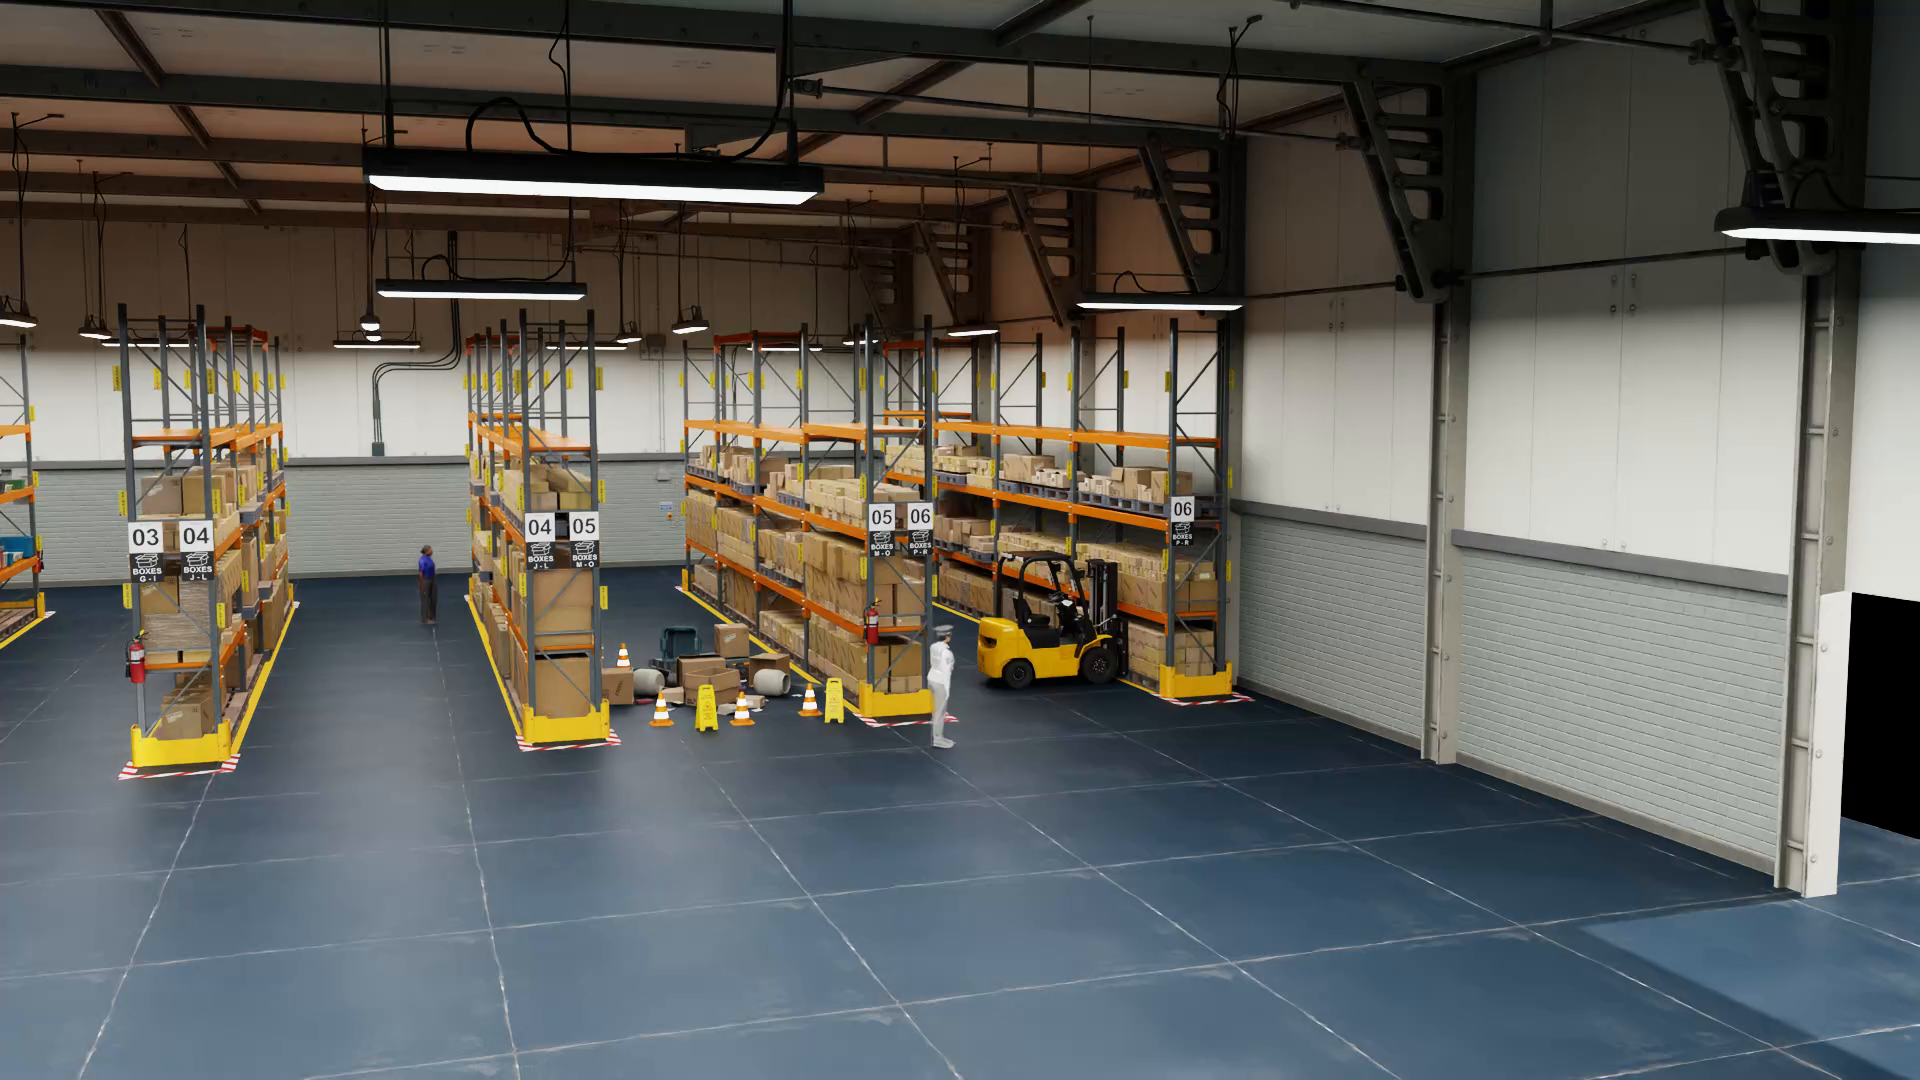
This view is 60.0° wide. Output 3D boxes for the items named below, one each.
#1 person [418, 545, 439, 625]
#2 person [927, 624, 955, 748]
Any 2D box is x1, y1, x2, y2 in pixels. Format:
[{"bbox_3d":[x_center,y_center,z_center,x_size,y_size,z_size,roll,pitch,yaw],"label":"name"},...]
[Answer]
[{"bbox_3d":[-10.995,0.933,34.408,0.387,1.694,0.532,2,6,23],"label":"person"},{"bbox_3d":[-0.258,2.006,22.846,0.359,1.688,0.516,-2,6,-24],"label":"person"}]
